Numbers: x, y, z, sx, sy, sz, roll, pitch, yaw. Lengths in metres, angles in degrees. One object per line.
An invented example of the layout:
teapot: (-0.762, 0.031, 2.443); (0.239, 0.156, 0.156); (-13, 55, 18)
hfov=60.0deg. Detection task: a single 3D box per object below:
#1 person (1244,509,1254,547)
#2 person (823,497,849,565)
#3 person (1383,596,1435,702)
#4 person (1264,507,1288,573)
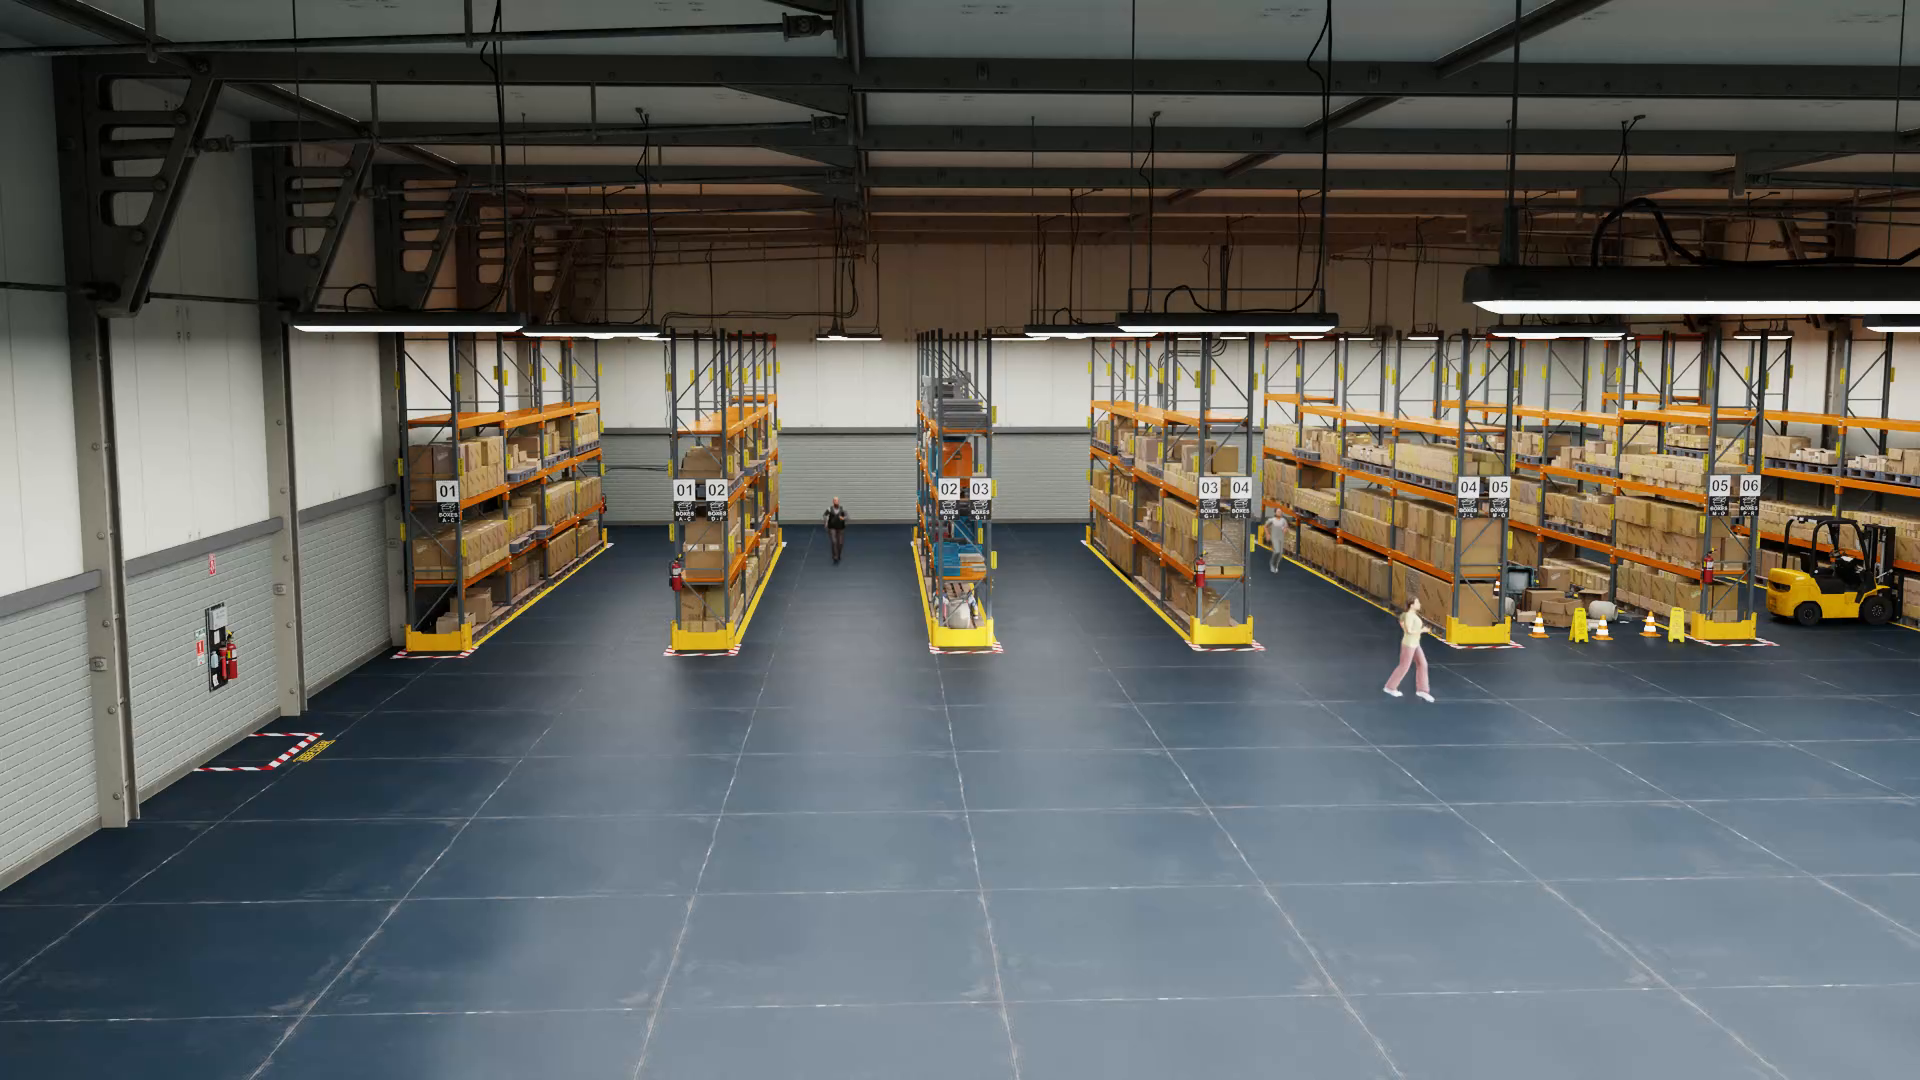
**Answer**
person: (7.623, -0.345, 44.768); (0.596, 1.613, 0.672); (0, 7, 3)
person: (-3.215, -0.265, 43.367); (0.652, 1.716, 0.960); (-2, 7, -13)
person: (7.237, 1.742, 26.718); (0.807, 1.681, 0.575); (3, 7, 24)
person: (7.918, 0.001, 41.498); (0.538, 1.641, 0.653); (-1, 7, -11)
